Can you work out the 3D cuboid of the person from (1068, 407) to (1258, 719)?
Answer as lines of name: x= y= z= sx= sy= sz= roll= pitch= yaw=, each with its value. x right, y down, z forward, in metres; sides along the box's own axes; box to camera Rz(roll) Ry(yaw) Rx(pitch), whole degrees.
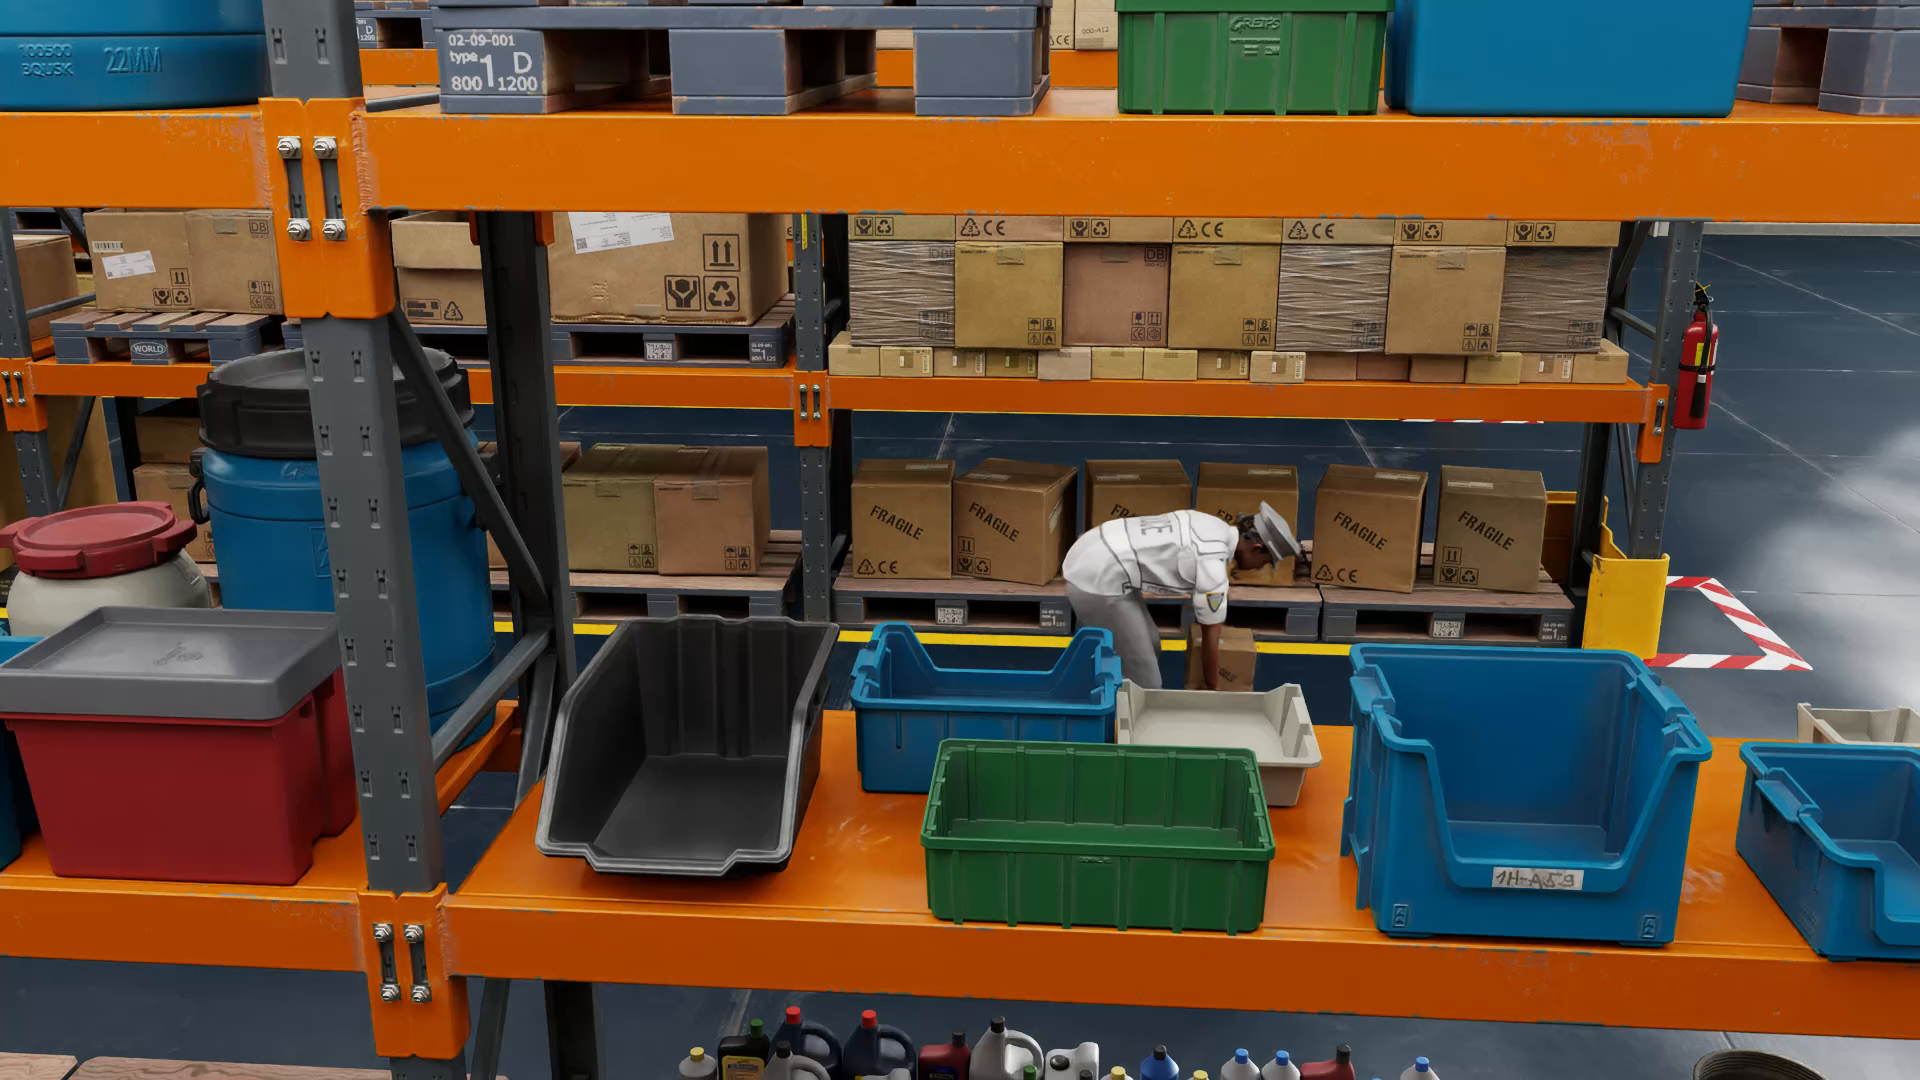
person: x=0.785 y=0.226 z=6.598 sx=0.717 sy=1.515 sz=0.411 roll=1 pitch=18 yaw=3
